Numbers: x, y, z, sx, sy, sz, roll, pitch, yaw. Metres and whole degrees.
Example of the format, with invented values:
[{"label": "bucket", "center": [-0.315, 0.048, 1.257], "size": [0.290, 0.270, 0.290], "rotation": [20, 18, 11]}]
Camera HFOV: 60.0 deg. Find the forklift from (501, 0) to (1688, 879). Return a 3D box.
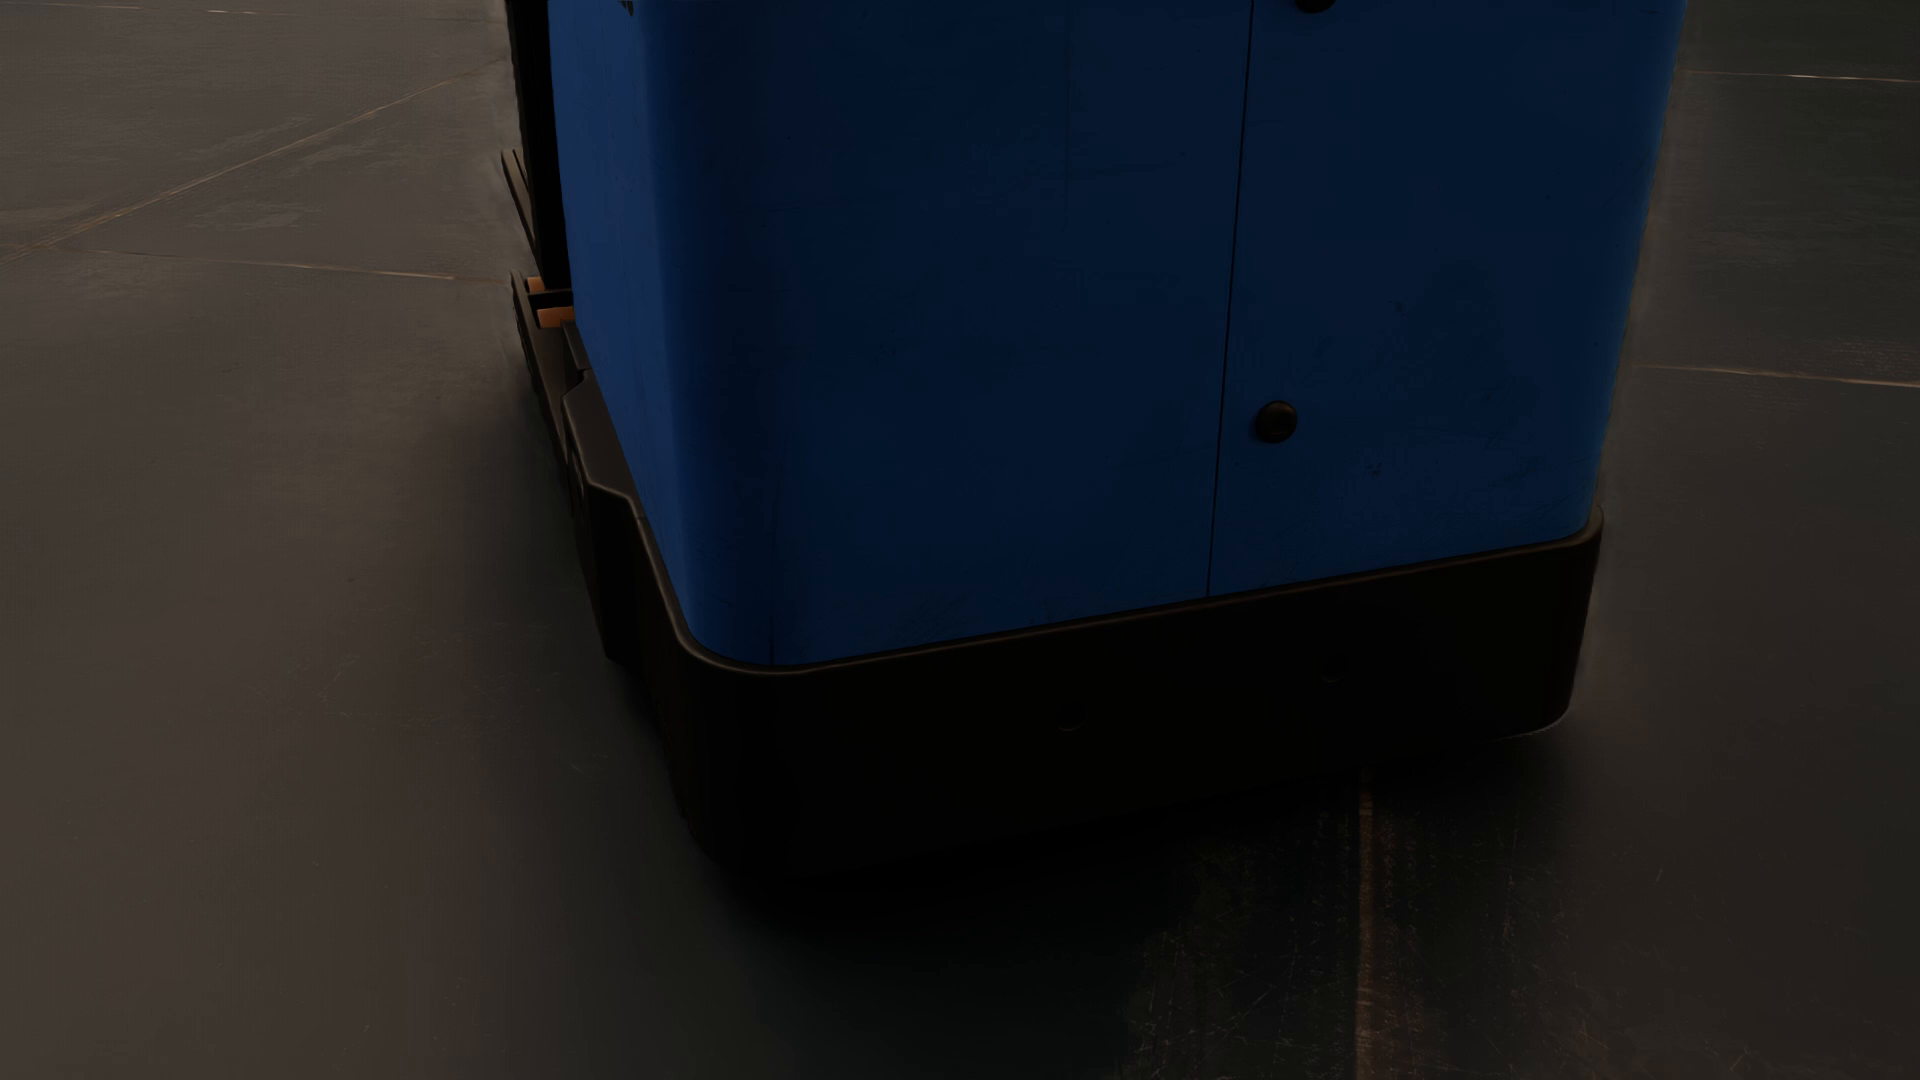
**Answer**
[{"label": "forklift", "center": [-0.218, -1.613, 2.443], "size": [1.130, 2.935, 3.031], "rotation": [-8, 28, -16]}]
